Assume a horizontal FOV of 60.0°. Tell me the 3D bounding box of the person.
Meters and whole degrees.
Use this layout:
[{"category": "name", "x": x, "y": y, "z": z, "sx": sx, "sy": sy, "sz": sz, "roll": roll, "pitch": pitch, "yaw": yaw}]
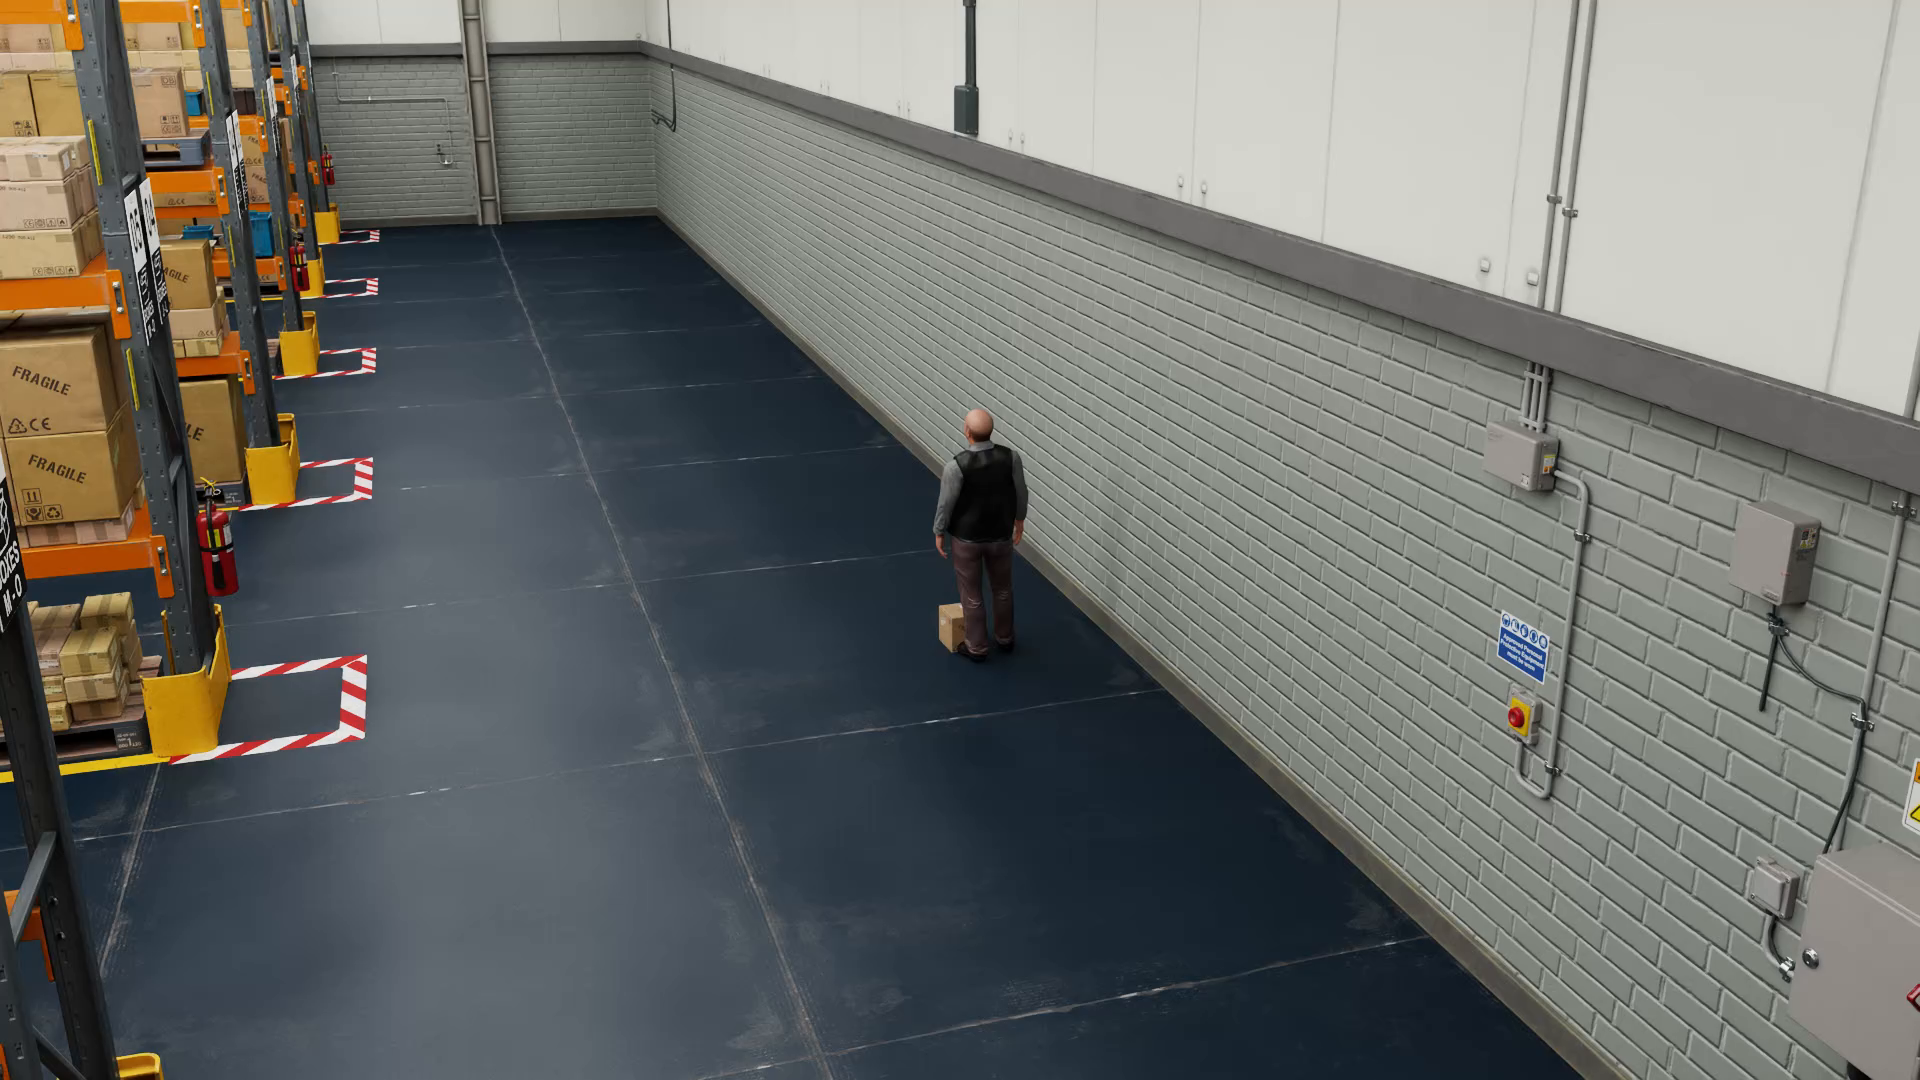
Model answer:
[{"category": "person", "x": 0.118, "y": -0.047, "z": 10.834, "sx": 0.633, "sy": 1.722, "sz": 0.565, "roll": -6, "pitch": 20, "yaw": -17}]
